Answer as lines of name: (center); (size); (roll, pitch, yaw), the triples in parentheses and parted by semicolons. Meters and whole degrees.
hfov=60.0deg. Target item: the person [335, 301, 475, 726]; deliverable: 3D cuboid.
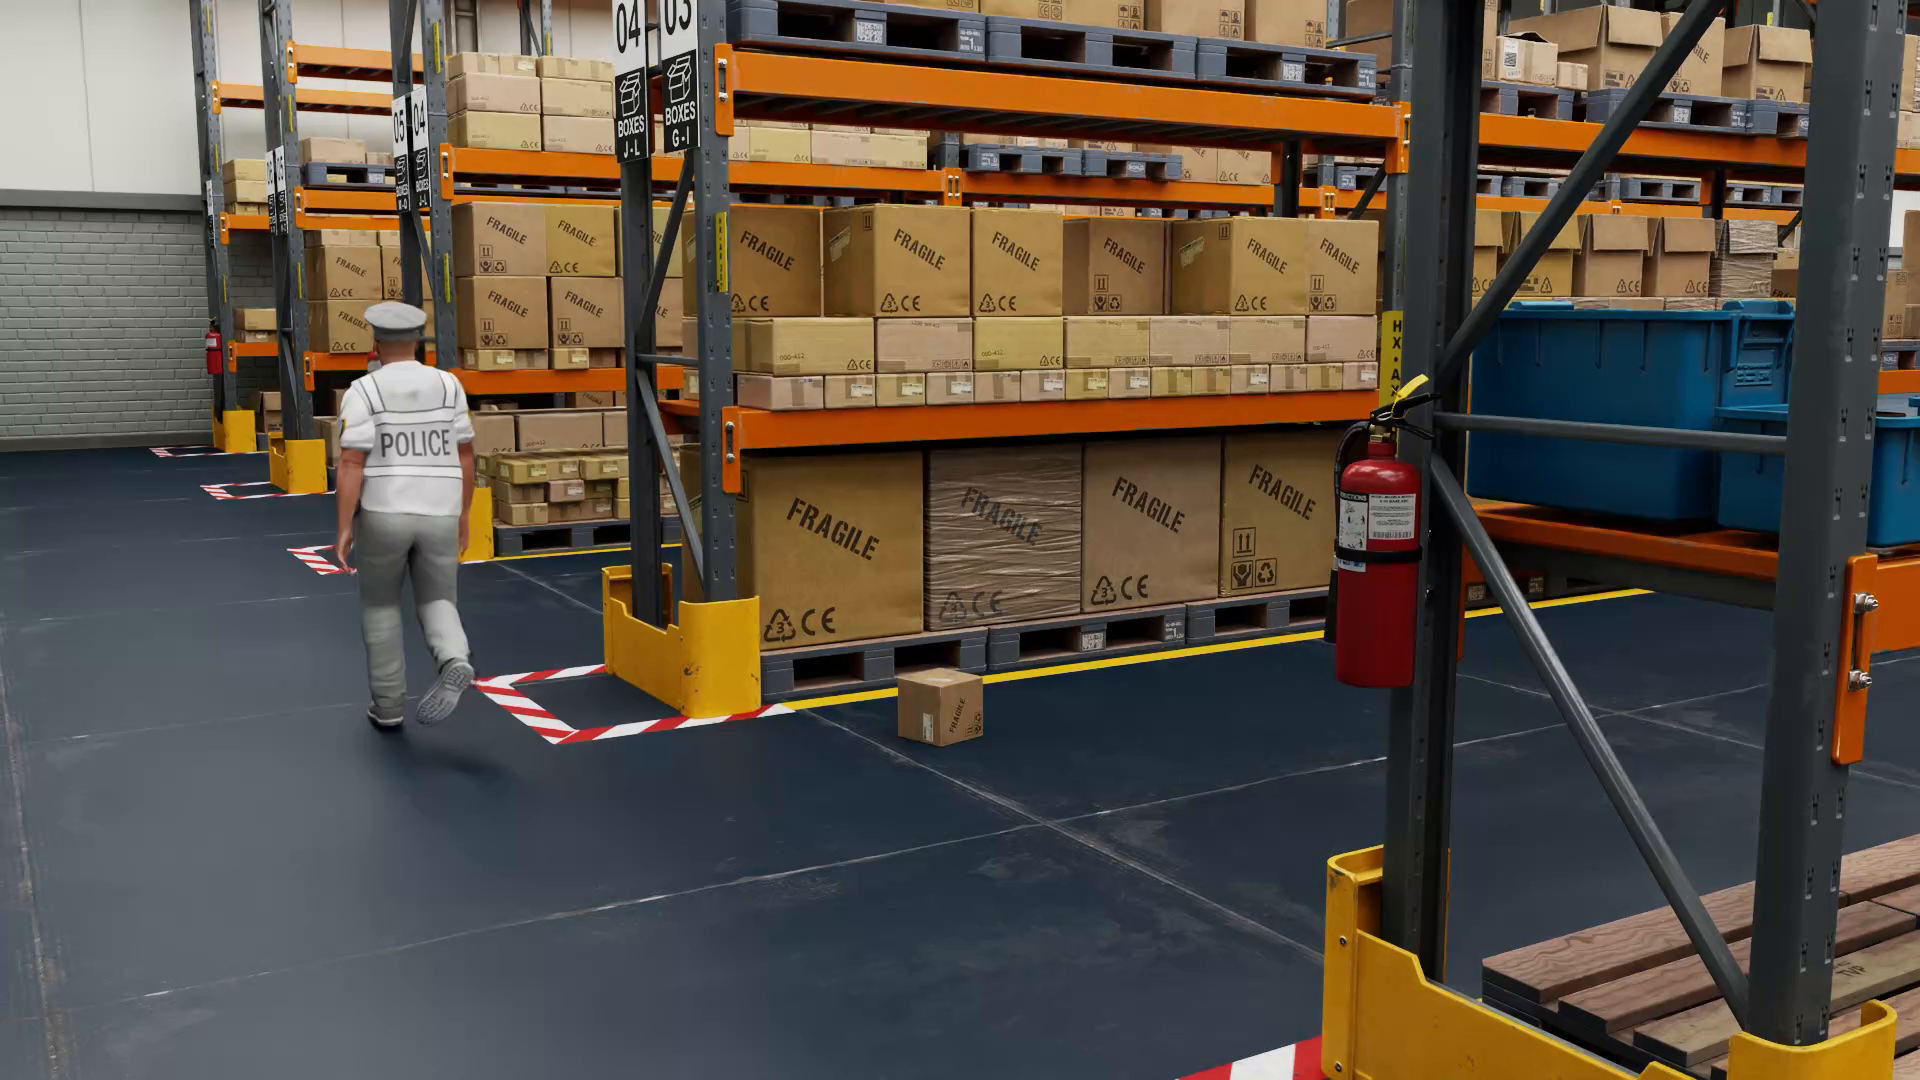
person: (-2.248, -0.096, 6.803); (0.599, 1.746, 0.701); (-5, 10, -34)
